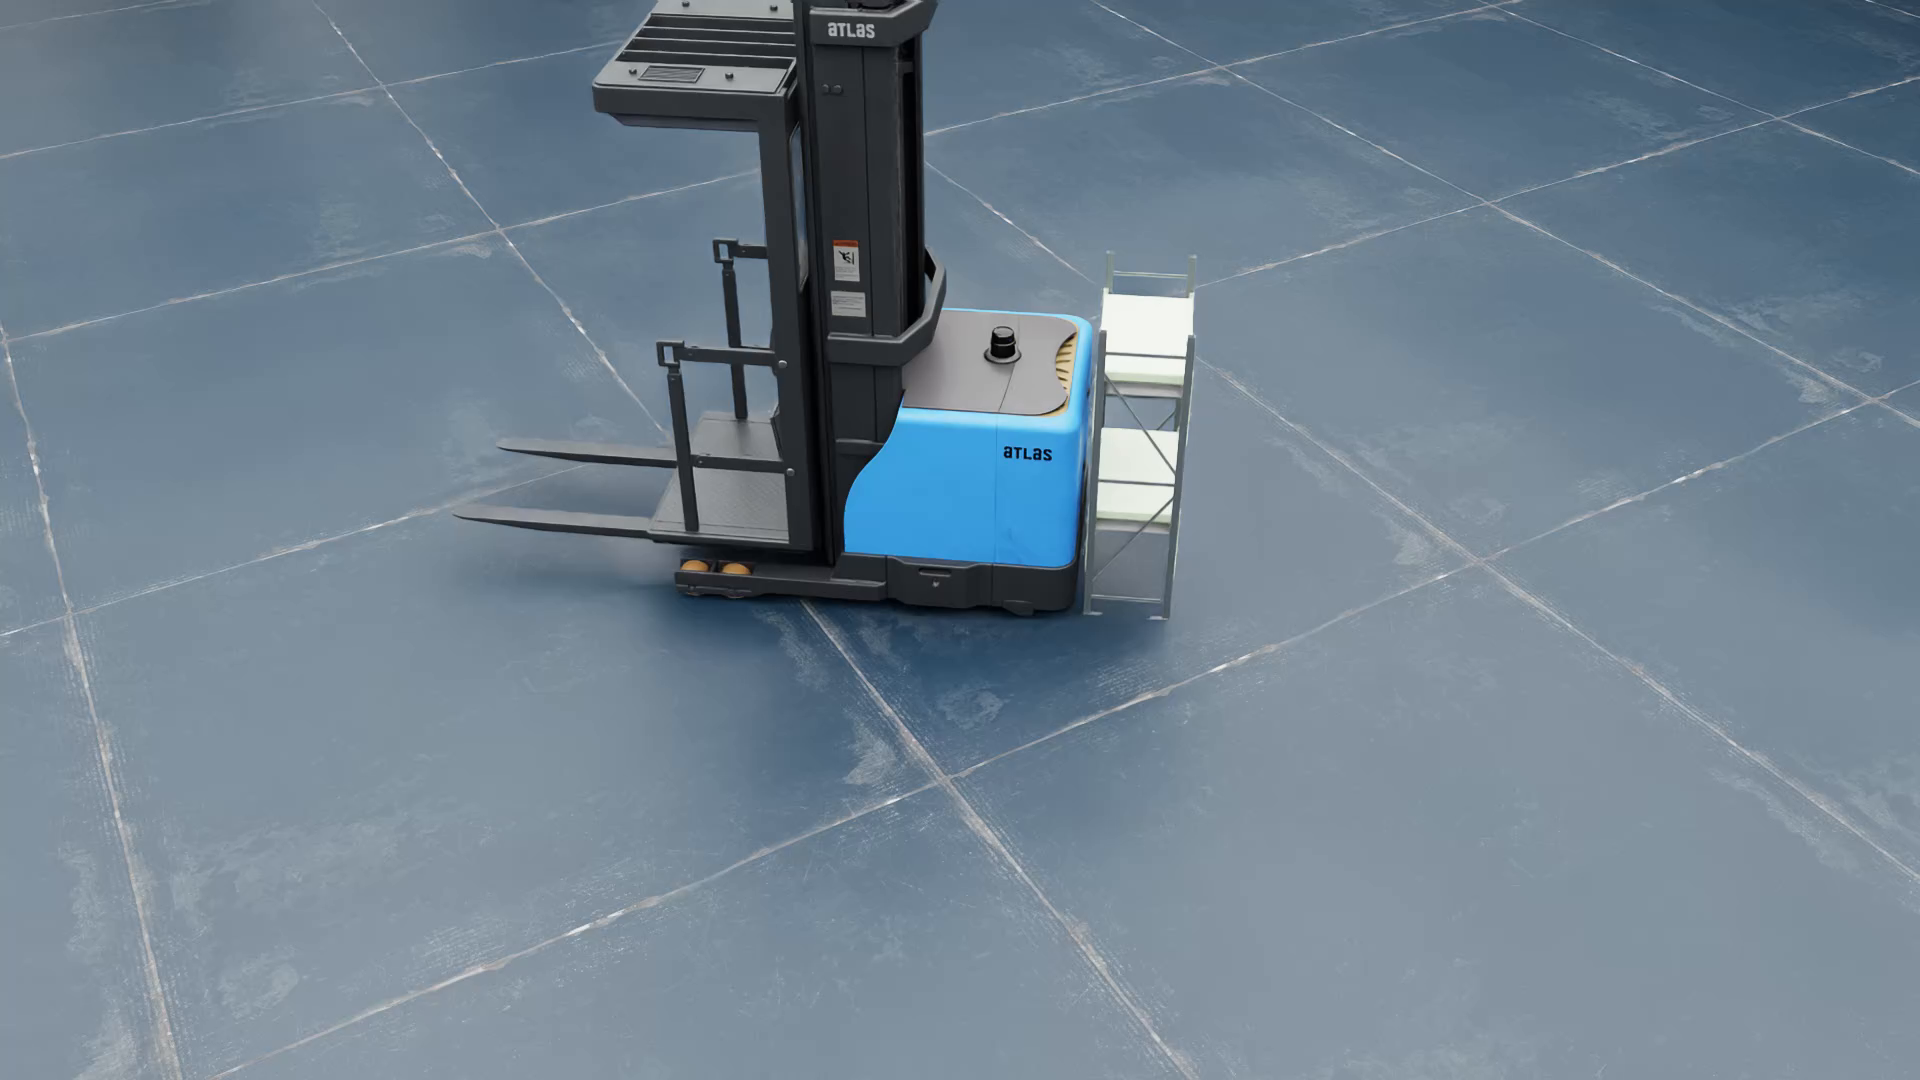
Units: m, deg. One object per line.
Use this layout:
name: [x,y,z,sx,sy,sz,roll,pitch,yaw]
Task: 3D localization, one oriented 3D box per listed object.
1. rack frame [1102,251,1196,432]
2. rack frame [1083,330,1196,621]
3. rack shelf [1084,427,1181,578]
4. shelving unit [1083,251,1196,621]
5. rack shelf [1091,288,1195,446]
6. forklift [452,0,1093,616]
rack frame: [0.860,-0.677,7.905,0.400,1.500,0.023,4,36,5]
rack frame: [0.775,-0.248,7.318,0.400,1.500,0.023,4,36,5]
rack shelf: [0.817,-0.199,7.803,0.431,0.370,0.720,4,36,5]
shelving unit: [0.817,-0.462,7.611,0.431,1.500,0.755,4,36,5]
rack shelf: [0.817,-0.777,7.381,0.431,0.370,0.720,4,36,5]
forklift: [-0.915,-1.210,7.422,3.031,2.935,1.130,4,36,6]
